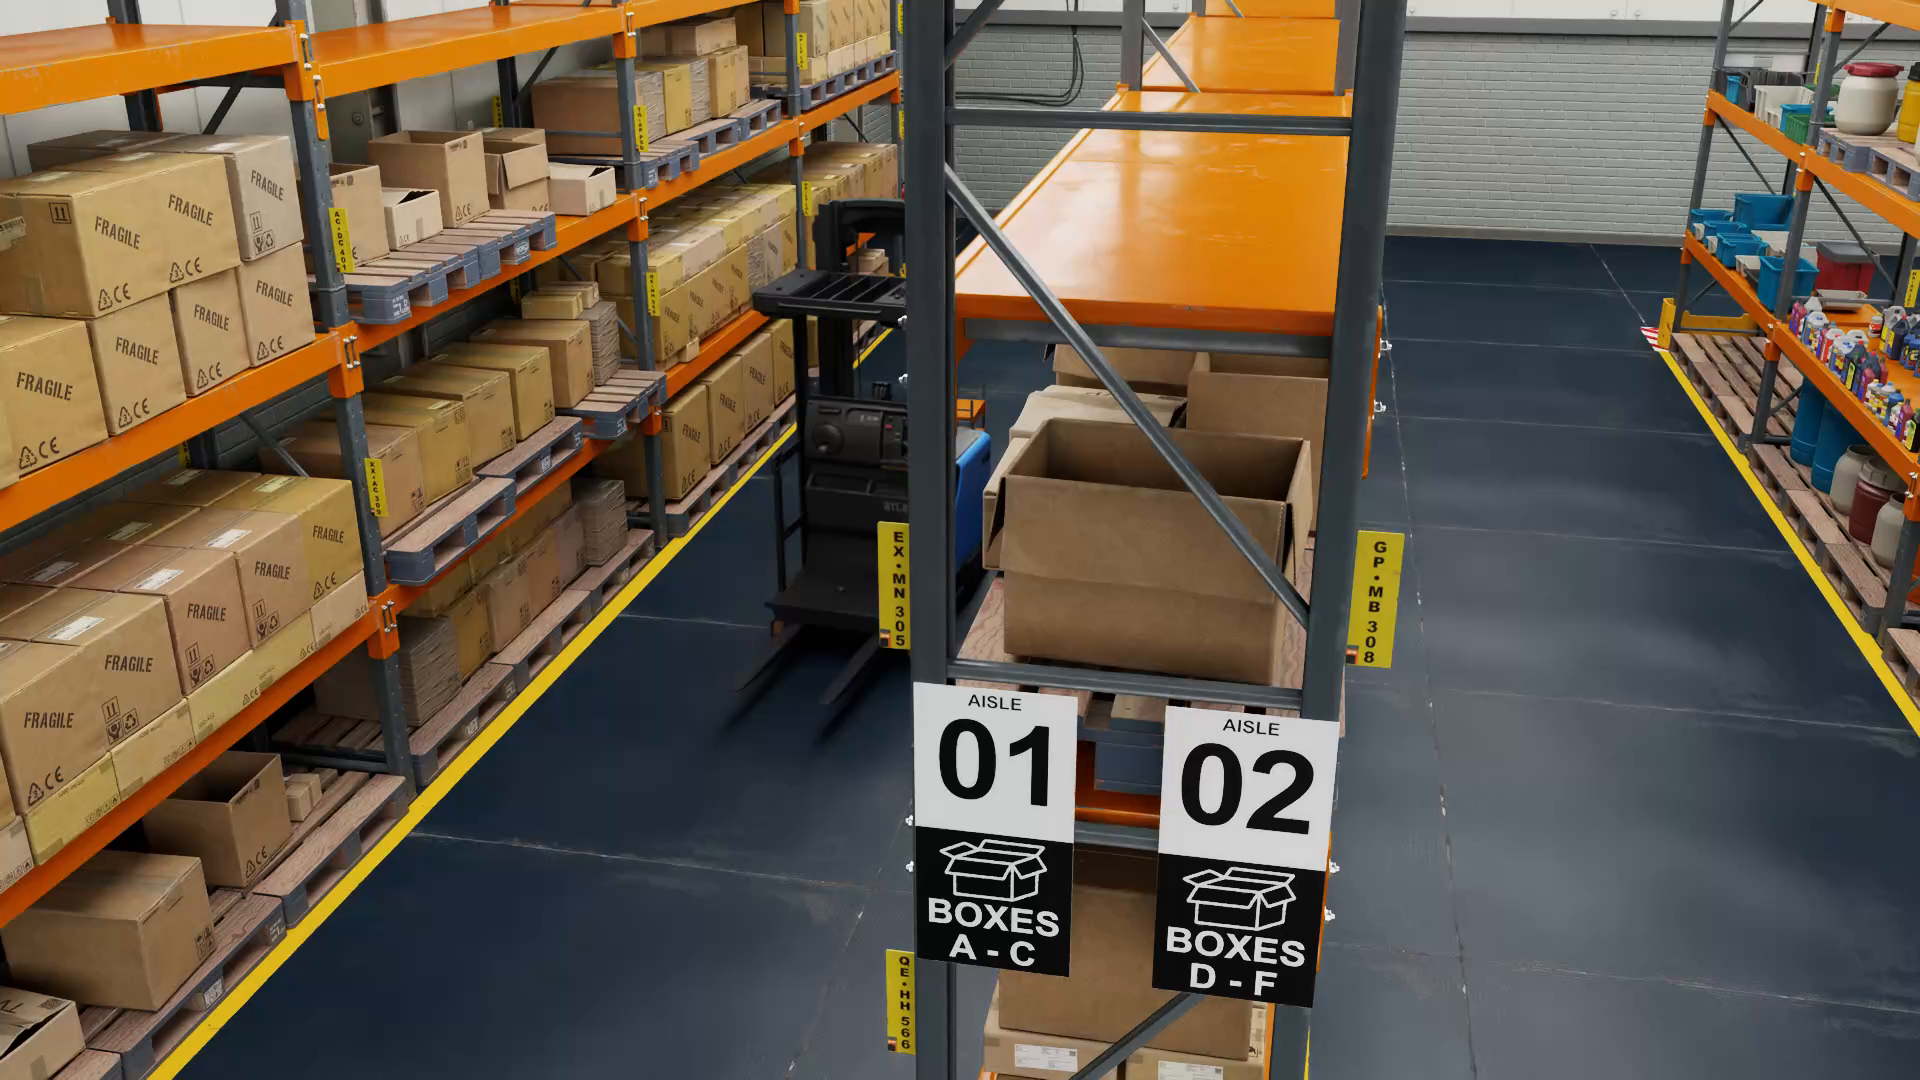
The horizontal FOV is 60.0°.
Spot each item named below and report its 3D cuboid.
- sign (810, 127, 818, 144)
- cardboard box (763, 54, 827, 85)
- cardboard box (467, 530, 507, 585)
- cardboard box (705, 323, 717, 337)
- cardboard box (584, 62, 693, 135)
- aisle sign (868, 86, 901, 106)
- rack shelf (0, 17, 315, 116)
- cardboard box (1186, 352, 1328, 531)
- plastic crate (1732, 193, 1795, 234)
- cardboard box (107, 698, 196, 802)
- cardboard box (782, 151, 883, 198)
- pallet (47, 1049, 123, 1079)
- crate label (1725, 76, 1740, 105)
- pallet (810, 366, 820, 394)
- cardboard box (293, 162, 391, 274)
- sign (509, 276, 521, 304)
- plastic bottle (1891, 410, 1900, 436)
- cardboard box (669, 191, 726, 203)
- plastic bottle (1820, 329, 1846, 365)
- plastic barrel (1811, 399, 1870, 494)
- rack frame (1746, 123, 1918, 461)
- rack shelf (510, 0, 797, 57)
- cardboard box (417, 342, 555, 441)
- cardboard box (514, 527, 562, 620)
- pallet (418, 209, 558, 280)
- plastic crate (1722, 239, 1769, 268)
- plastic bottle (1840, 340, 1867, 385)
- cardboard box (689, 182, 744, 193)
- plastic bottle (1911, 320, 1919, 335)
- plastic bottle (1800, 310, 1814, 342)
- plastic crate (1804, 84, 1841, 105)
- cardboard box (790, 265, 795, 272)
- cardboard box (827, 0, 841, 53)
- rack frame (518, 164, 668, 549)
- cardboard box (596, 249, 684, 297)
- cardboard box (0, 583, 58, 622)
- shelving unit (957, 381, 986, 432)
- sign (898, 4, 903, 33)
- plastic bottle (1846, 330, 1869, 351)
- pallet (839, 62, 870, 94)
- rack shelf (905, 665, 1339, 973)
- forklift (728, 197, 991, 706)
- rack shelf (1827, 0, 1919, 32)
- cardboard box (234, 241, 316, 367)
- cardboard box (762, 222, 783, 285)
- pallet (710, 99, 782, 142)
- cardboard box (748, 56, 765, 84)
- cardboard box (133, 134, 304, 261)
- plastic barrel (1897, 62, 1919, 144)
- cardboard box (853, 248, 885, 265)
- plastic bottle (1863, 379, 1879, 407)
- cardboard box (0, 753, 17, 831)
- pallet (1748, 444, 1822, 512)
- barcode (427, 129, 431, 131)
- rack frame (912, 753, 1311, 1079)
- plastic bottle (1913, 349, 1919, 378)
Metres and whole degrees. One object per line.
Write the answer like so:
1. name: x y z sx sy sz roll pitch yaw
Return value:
1. sign: -1.744 -4.787 19.960 0.100 0.325 0.005 4 22 11
2. cardboard box: -1.619 -4.637 16.342 0.500 0.250 0.500 4 22 11
3. cardboard box: -3.328 0.070 10.919 0.500 0.250 0.500 4 22 9
4. cardboard box: -2.305 -1.847 14.233 0.380 0.149 0.250 5 22 12
5. cardboard box: -2.609 -3.601 13.542 0.700 0.500 0.500 6 23 14
6. aisle sign: -0.894 -5.514 19.549 0.394 0.787 0.004 4 22 11
7. rack shelf: -4.059 -1.632 6.327 1.077 0.370 4.000 4 22 11
8. cardboard box: 0.990 -0.360 5.335 0.500 0.500 0.500 4 22 11
9. plastic crate: 8.611 -3.457 17.793 0.616 0.435 0.499 4 22 11
10. cardboard box: -3.749 0.892 7.298 0.500 0.250 0.500 5 22 11
11. cardboard box: -1.434 -3.989 18.842 0.980 0.700 0.700 4 22 10
12. pallet: -4.251 2.519 6.818 1.003 0.211 1.213 4 22 11
13. crate label: 7.992 -4.559 16.841 0.408 0.251 0.502 4 22 11
14. pallet: -1.786 -1.820 17.590 1.003 0.211 1.213 4 22 11
15. cardboard box: -3.461 -1.742 8.953 0.500 0.500 0.500 8 23 19
16. sign: -3.378 -1.957 12.647 0.100 0.325 0.005 4 22 11
17. plastic bottle: 6.618 -0.837 11.682 0.097 0.201 0.097 0 22 0
18. cardboard box: -2.467 -3.043 15.331 0.500 0.250 0.500 5 22 12
19. plastic bottle: 7.024 -1.550 13.352 0.152 0.276 0.135 4 22 11
20. plastic barrel: 7.408 -0.851 13.698 0.600 0.901 0.708 4 22 11
21. rack frame: 7.680 -2.086 14.518 1.000 3.000 0.127 4 22 11
22. rack shelf: -2.426 -4.374 13.666 1.077 0.370 4.000 4 22 11
23. cardboard box: -3.153 -0.999 11.096 0.700 0.500 0.500 4 22 11
24. cardboard box: -3.223 0.208 11.580 0.700 0.500 0.500 4 22 11
25. pallet: -3.212 -1.817 10.086 1.213 0.211 1.003 4 22 11
26. plastic crate: 7.794 -2.843 16.541 0.416 0.233 0.300 4 22 11
27. plastic bottle: 6.901 -1.370 12.807 0.144 0.351 0.185 4 22 11
28. cardboard box: -2.367 -3.234 15.807 0.500 0.250 0.500 5 23 13
29. plastic bottle: 7.776 -1.635 13.463 0.144 0.351 0.185 4 22 11
30. plastic bottle: 7.135 -1.797 13.972 0.097 0.271 0.097 0 22 0
31. plastic crate: 8.575 -4.460 16.680 0.450 0.188 0.336 4 22 11
32. cardboard box: -1.810 -2.589 16.076 0.380 0.149 0.250 5 22 11
33. cardboard box: -1.499 -5.180 16.686 0.500 0.500 0.500 4 22 10
34. rack frame: -2.834 -1.378 12.761 1.000 3.000 0.127 4 22 11
35. cardboard box: -2.483 -2.077 12.933 0.500 0.250 0.500 5 22 12
36. cardboard box: -4.262 0.514 7.232 0.500 0.500 0.500 5 22 12
37. shelving unit: 0.034 -0.617 13.280 0.258 1.200 0.503 4 22 11
38. sign: -0.674 -6.023 19.199 0.100 0.325 0.005 4 22 11
39. plastic bottle: 7.173 -1.538 13.324 0.152 0.276 0.135 4 22 11
40. pallet: -1.590 -4.935 17.695 1.003 0.211 1.213 4 22 11
41. rack shelf: 0.792 0.134 5.952 1.077 0.370 4.000 4 22 11
42. forklift: -0.681 -0.714 11.203 1.130 2.935 3.031 7 23 16
43. rack shelf: 7.272 -3.618 11.791 1.077 0.370 4.000 4 22 11
44. cardboard box: -3.512 -1.158 8.038 0.500 0.500 0.500 5 22 12
45. cardboard box: -1.960 -2.660 15.383 0.500 0.500 0.500 5 22 11
46. pallet: -2.157 -3.805 15.027 0.805 0.209 1.217 4 22 9
47. cardboard box: -2.108 -4.673 16.430 0.500 0.250 0.500 5 22 11
48. cardboard box: -3.487 -1.623 7.853 0.500 0.500 0.500 3 22 6
49. plastic barrel: 7.693 -3.410 12.977 0.600 0.588 0.600 0 22 0
50. cardboard box: -1.095 -3.316 19.487 0.380 0.149 0.250 4 22 10
51. plastic bottle: 6.757 -1.086 12.301 0.097 0.201 0.097 0 22 0
52. cardboard box: -3.965 0.928 6.204 0.500 0.500 0.500 5 22 11
53. pallet: 7.482 -0.514 14.346 1.003 0.211 1.213 4 22 11
54. barcode: -3.564 -2.721 11.169 0.001 0.075 0.075 4 22 11
55. rack frame: 0.383 1.924 4.562 1.000 3.000 0.127 4 22 11
56. plastic bottle: 7.538 -1.408 13.007 0.097 0.271 0.097 0 22 0
